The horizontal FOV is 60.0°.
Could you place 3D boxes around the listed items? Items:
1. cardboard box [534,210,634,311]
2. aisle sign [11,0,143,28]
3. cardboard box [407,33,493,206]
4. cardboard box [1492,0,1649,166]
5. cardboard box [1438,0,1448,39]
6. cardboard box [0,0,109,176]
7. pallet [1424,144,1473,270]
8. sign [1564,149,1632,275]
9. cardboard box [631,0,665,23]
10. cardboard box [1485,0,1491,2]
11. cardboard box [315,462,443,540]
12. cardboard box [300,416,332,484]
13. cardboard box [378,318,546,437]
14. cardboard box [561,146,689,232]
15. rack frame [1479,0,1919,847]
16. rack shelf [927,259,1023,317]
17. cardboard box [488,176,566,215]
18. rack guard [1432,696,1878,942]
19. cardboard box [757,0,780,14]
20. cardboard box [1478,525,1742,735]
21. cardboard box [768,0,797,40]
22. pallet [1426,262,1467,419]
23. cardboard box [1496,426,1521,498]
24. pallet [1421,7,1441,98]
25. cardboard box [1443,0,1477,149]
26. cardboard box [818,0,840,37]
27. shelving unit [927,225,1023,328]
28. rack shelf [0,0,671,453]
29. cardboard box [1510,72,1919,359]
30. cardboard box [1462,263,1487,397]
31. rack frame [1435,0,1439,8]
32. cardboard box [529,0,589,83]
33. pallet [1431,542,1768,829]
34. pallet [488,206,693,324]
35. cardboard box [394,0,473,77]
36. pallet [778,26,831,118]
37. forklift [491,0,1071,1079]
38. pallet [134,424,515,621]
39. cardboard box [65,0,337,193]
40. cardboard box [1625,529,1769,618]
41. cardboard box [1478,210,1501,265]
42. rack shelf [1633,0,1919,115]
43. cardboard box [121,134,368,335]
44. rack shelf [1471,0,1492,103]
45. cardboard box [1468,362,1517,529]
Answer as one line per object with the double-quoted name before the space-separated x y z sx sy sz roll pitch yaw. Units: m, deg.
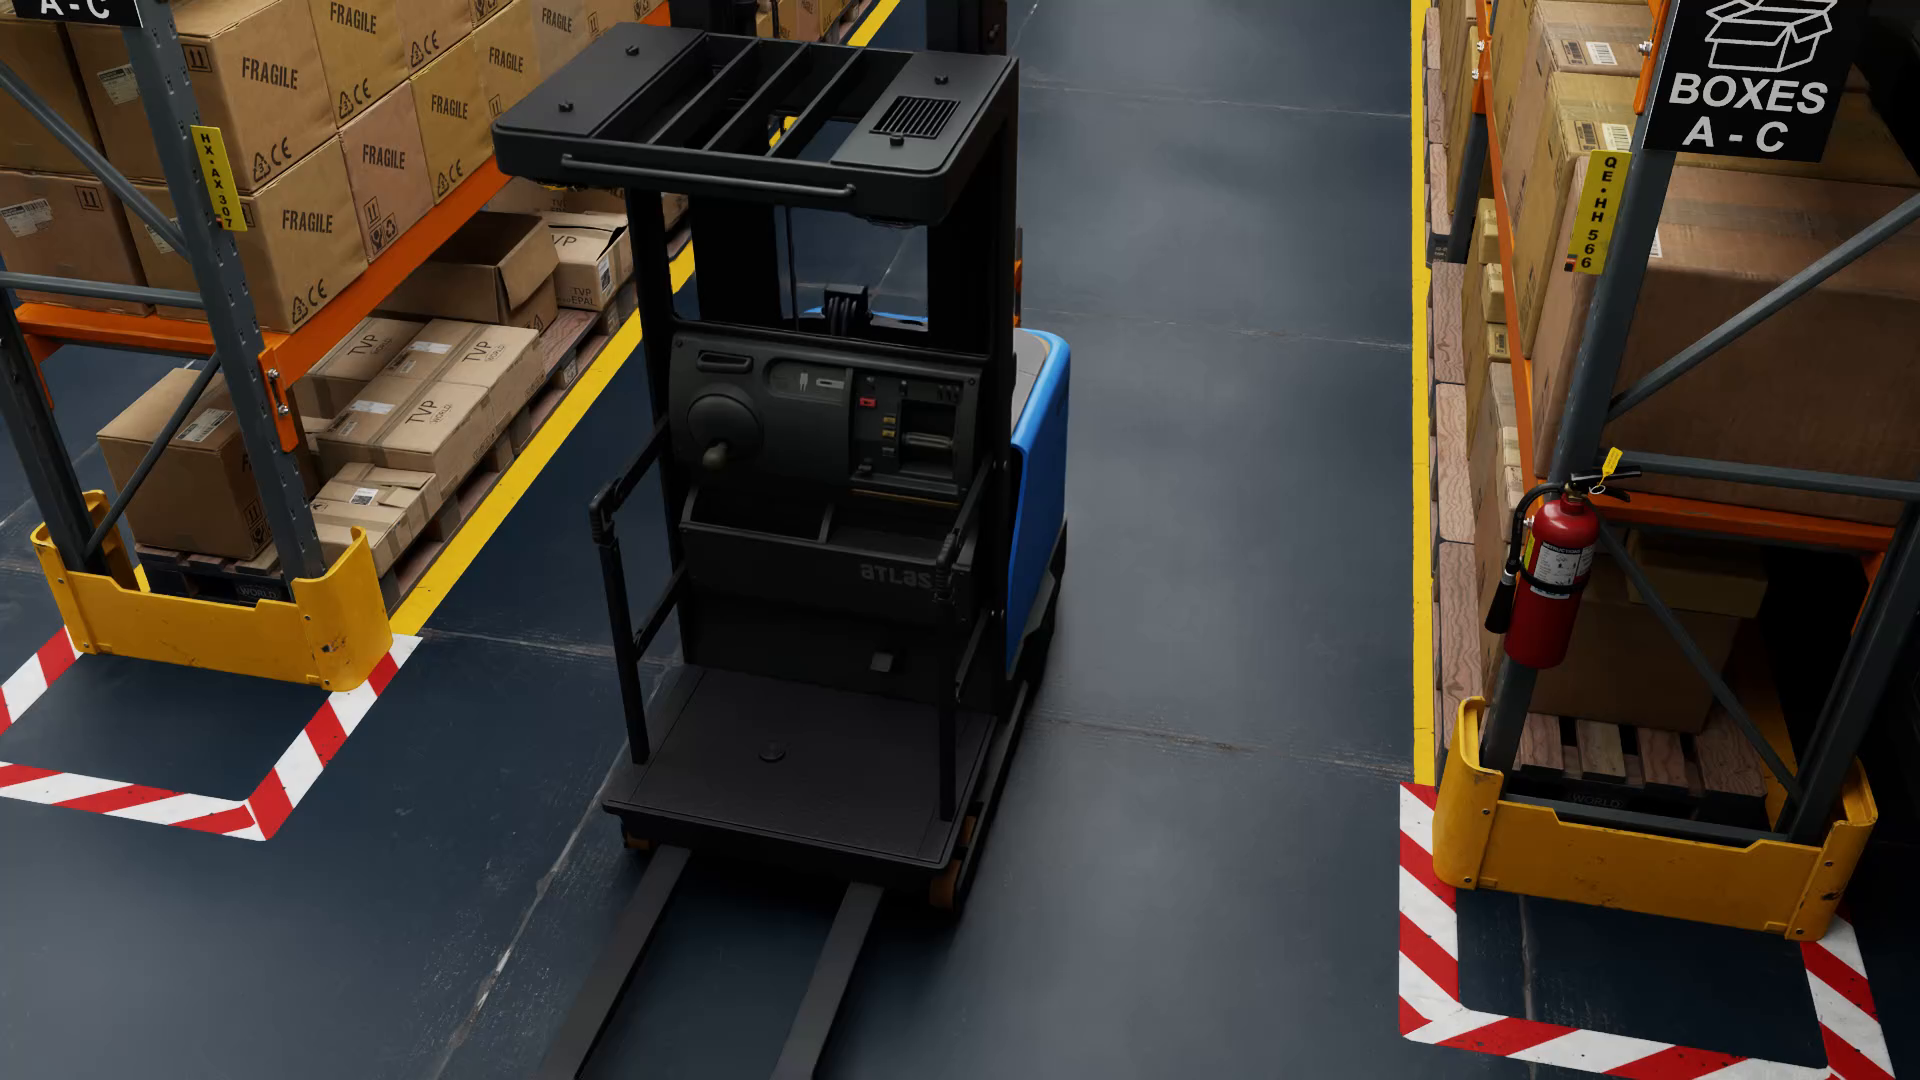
"cardboard box" -1.881 -1.378 8.011 0.500 0.311 0.500 7 37 10
"aisle sign" -2.458 -1.764 4.412 0.394 0.787 0.004 7 37 10
"cardboard box" -2.163 -1.633 6.362 0.500 0.500 0.500 7 37 10
"cardboard box" 2.671 -1.856 6.500 0.980 0.700 0.700 6 36 9
"cardboard box" 3.533 -3.649 10.703 0.750 0.750 0.750 7 36 9
"cardboard box" -2.904 -1.522 5.357 0.500 0.500 0.500 7 37 10
"pallet" 3.055 -1.784 9.032 1.003 0.211 1.213 7 37 10
"sign" 1.582 -0.809 4.122 0.100 0.325 0.005 7 37 10
"cardboard box" -1.732 -2.802 7.975 0.500 0.500 0.500 8 37 11
"cardboard box" 2.790 -2.745 8.178 0.380 0.149 0.250 8 37 11
"cardboard box" -2.252 -0.158 6.452 0.380 0.166 0.250 7 37 10
"cardboard box" -2.681 -0.382 6.760 0.380 0.166 0.250 7 37 10
"cardboard box" -2.124 -0.701 7.130 0.500 0.250 0.500 7 37 10
"cardboard box" -1.721 -1.884 8.549 0.500 0.500 0.500 7 37 10
"rack frame" 2.109 -0.168 4.426 1.000 3.000 0.127 7 37 10
"rack shelf" 0.061 -0.909 6.312 0.258 0.148 0.480 9 37 12
"cardboard box" -2.177 -1.956 8.809 0.500 0.311 0.500 7 37 10
"rack guard" 2.104 0.858 5.141 1.175 0.500 0.348 7 37 10
"cardboard box" -1.321 -3.370 9.960 0.500 0.250 0.500 7 37 10
"cardboard box" 2.161 0.260 5.608 0.700 0.500 0.500 7 37 10
"cardboard box" -1.318 -3.086 10.207 0.500 0.500 0.500 8 37 11
"pallet" 2.725 -0.906 7.821 1.003 0.211 1.213 7 37 10
"cardboard box" 2.065 -0.246 5.753 0.380 0.149 0.250 8 37 11
"pallet" 3.576 -3.183 10.962 1.003 0.211 1.213 7 37 10
"cardboard box" 3.163 -2.660 9.338 0.750 0.750 0.750 8 37 11
"cardboard box" -1.103 -3.677 11.023 0.500 0.500 0.500 6 36 8
"shelving unit" 0.061 -0.591 6.543 0.258 1.200 0.503 9 37 12
"rack shelf" -2.304 -1.642 7.073 1.077 0.370 4.000 7 37 10
"cardboard box" 2.353 -1.002 5.321 0.980 0.700 0.700 7 37 10
"cardboard box" 2.593 -0.916 7.230 0.700 0.500 0.500 7 37 9
"rack frame" 3.818 -4.755 10.754 1.000 3.000 0.127 7 37 10
"cardboard box" -1.949 -2.212 7.160 0.500 0.500 0.500 8 37 11
"pallet" 2.204 0.493 5.891 1.003 0.211 1.213 7 37 10
"pallet" -2.024 -1.558 8.719 1.003 0.211 1.213 7 37 10
"cardboard box" -2.162 -2.041 6.072 0.500 0.500 0.500 8 37 11
"pallet" -1.481 -3.124 10.880 1.003 0.211 1.213 7 37 10
"forklift" -0.451 -0.291 4.654 1.130 2.935 3.031 9 37 12
"pallet" -2.545 -0.159 6.789 1.003 0.211 1.213 7 37 10
"cardboard box" -2.378 -1.454 5.263 0.500 0.500 0.500 8 37 11
"cardboard box" 2.330 0.094 5.284 0.380 0.149 0.250 8 37 10
"cardboard box" 2.453 -1.293 7.197 0.380 0.149 0.250 8 37 12
"rack shelf" 2.537 -2.238 5.339 1.077 0.370 4.000 7 37 10
"cardboard box" -2.378 -1.049 5.556 0.500 0.500 0.500 8 37 11
"rack shelf" 3.391 -3.317 9.383 1.077 0.370 4.000 7 37 10
"cardboard box" 2.375 -0.315 6.401 0.700 0.500 0.500 6 36 8
